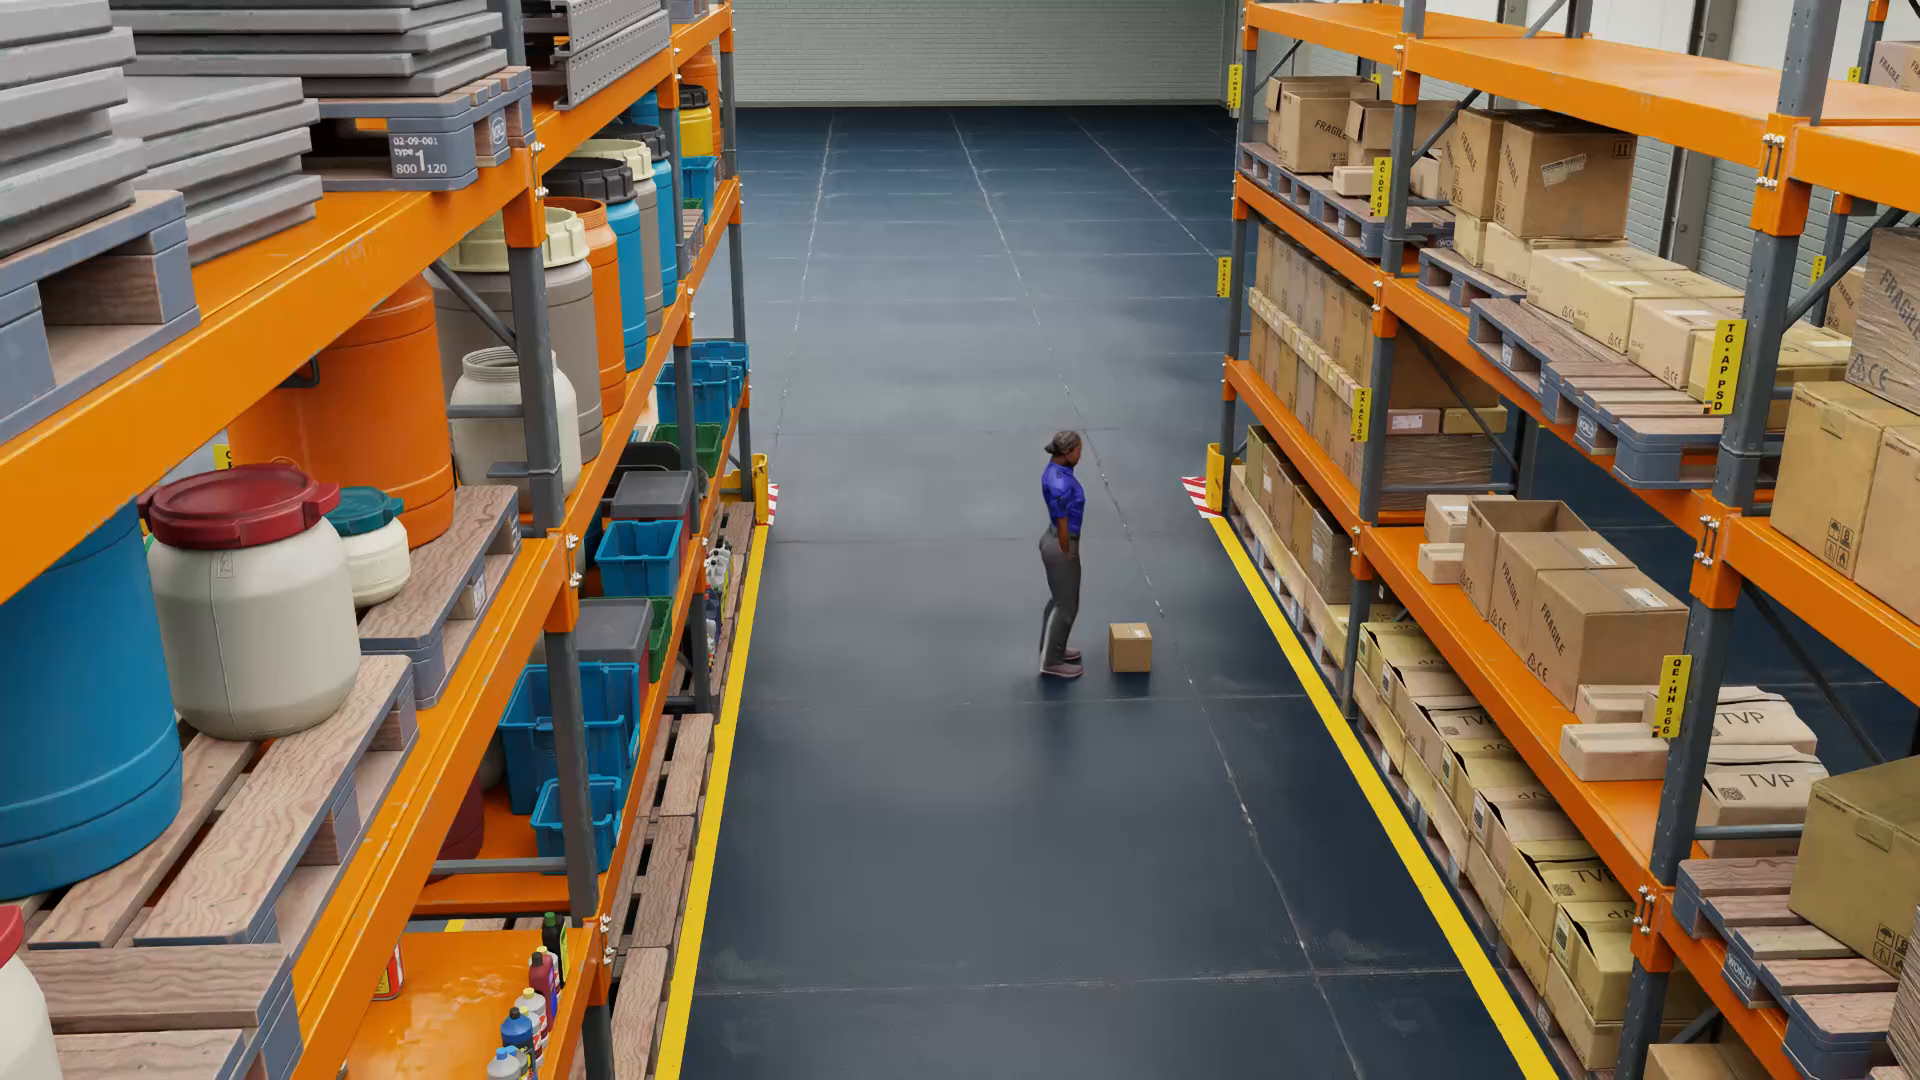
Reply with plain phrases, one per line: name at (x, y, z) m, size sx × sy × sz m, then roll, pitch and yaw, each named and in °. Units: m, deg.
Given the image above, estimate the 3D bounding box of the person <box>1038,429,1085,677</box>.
person at (0.675, 0.068, 10.923) m, size 0.306 × 1.655 × 0.439 m, roll -1°, pitch 21°, yaw -2°
